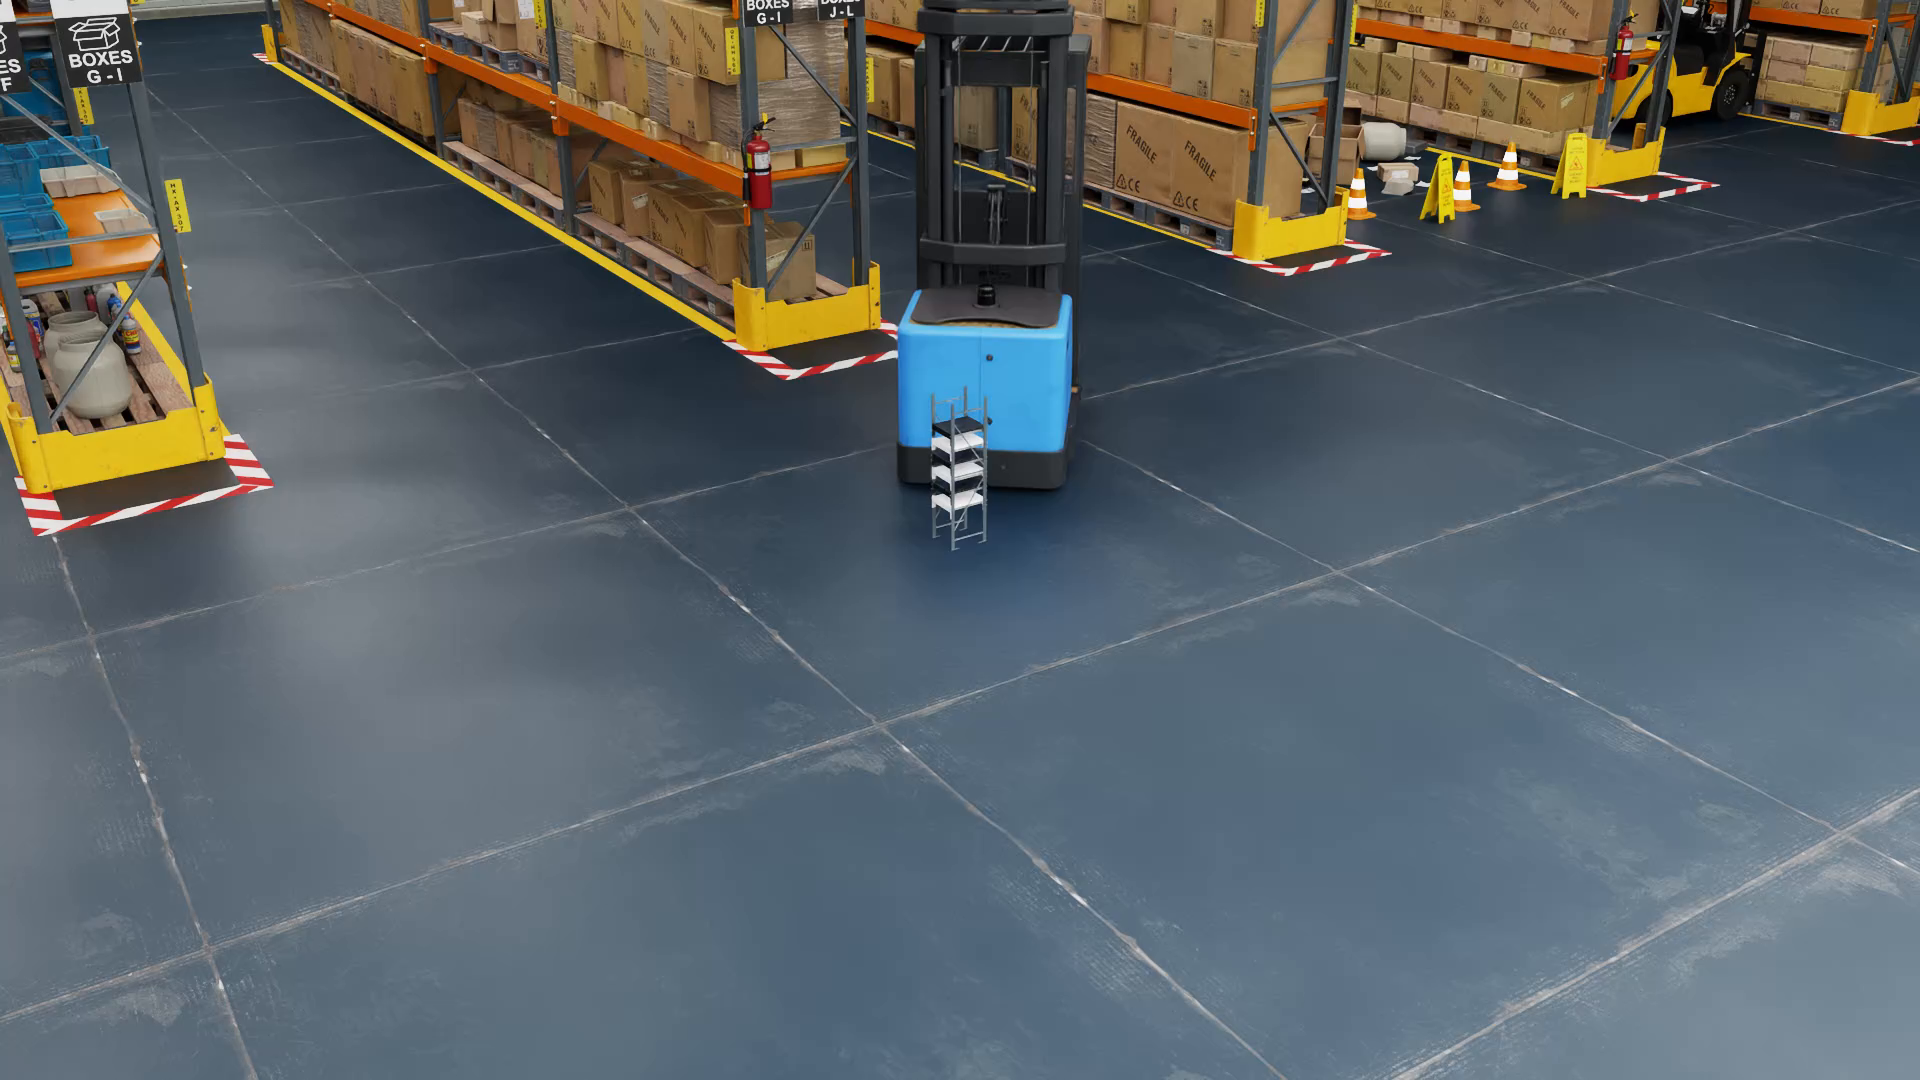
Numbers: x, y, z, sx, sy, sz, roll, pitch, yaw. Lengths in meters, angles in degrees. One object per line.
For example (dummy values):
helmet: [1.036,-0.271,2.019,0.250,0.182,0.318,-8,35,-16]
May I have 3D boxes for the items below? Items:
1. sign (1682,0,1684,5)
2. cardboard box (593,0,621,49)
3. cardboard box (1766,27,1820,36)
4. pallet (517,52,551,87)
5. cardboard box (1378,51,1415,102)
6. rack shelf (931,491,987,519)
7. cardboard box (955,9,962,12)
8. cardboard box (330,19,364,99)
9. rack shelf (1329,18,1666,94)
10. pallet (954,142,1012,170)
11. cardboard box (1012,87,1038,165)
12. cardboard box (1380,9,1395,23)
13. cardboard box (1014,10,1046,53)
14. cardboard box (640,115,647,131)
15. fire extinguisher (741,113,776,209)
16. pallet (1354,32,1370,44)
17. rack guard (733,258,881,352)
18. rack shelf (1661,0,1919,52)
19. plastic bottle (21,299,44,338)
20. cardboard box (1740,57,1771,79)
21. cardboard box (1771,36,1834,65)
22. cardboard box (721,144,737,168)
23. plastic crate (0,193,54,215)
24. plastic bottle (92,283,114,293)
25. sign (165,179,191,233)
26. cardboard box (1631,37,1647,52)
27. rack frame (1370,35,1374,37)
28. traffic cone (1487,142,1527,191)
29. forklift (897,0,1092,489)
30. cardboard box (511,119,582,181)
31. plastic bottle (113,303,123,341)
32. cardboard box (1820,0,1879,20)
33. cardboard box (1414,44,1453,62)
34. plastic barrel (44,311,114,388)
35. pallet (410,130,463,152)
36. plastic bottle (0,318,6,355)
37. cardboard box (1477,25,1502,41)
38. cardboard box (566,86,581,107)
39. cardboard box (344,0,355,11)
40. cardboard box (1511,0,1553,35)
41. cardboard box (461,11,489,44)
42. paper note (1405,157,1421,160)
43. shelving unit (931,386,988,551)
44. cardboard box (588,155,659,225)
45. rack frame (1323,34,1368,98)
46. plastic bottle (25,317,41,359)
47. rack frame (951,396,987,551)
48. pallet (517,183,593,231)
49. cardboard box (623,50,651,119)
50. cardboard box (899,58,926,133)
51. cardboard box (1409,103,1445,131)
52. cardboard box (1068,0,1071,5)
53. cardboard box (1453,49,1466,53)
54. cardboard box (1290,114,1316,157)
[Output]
sign: [7.603,-5.795,17.497,0.100,0.325,0.005,-16,29,-30]
cardboard box: [-2.759,-4.452,14.030,0.500,0.500,0.500,-16,29,-30]
cardboard box: [10.662,-6.409,21.369,0.500,0.250,0.500,-16,30,-30]
pallet: [-3.634,-4.618,16.244,1.003,0.211,1.213,-16,29,-30]
cardboard box: [5.363,-5.530,19.802,0.500,0.500,0.500,-14,29,-28]
rack shelf: [-0.004,-0.217,9.655,0.258,0.077,0.200,-16,29,-30]
cardboard box: [0.088,-5.868,18.549,0.500,0.500,0.500,-16,30,-30]
cardboard box: [-7.339,-6.264,21.503,1.225,0.875,0.875,-15,29,-29]
rack shelf: [6.057,-5.667,19.083,1.077,0.370,4.000,-16,29,-30]
pallet: [0.388,-4.515,19.067,1.003,0.211,1.213,-16,29,-30]
cardboard box: [1.157,-4.505,17.777,0.875,0.875,0.875,-15,29,-29]
cardboard box: [5.220,-6.240,19.749,0.380,0.149,0.250,-16,29,-30]
cardboard box: [1.084,-5.456,17.619,0.875,0.550,0.550,-16,29,-30]
cardboard box: [-2.468,-3.525,13.998,0.380,0.149,0.250,-16,29,-30]
fire extinguisher: [-1.478,-2.784,12.224,0.296,0.674,0.183,-16,29,-30]
pallet: [6.562,-8.311,27.108,1.003,0.211,1.213,-16,29,-30]
rack guard: [-1.196,-1.864,13.113,1.175,0.500,0.348,-16,29,-30]
rack shelf: [10.213,-6.825,21.536,1.077,0.370,4.000,-16,29,-30]
plastic bottle: [-6.950,-1.649,12.405,0.152,0.276,0.135,-16,29,-30]
cardboard box: [10.213,-6.070,21.238,0.500,0.250,0.500,-16,30,-31]
cardboard box: [10.509,-6.107,20.730,0.500,0.250,0.500,-15,29,-29]
cardboard box: [-1.619,-2.997,12.879,0.380,0.149,0.250,-16,29,-30]
plastic crate: [-6.178,-2.089,10.835,0.499,0.251,0.408,-16,29,-30]
plastic bottle: [-6.614,-1.897,12.843,0.144,0.351,0.185,-16,29,-30]
sign: [-4.841,-2.065,10.286,0.100,0.325,0.005,-16,29,-30]
cardboard box: [7.136,-5.333,17.827,0.380,0.149,0.250,-15,29,-29]
rack frame: [6.938,-9.296,25.928,1.000,3.000,0.127,-16,29,-30]
traffic cone: [5.833,-3.983,17.644,0.336,0.463,0.334,-16,29,-30]
forklift: [0.282,-2.238,11.057,1.130,2.935,3.031,3,25,6]
cardboard box: [-4.206,-4.066,17.262,0.700,0.500,0.500,-18,31,-34]
plastic bottle: [-6.220,-1.622,12.352,0.097,0.271,0.097,0,25,0]
cardboard box: [10.817,-6.595,20.089,0.500,0.500,0.500,-16,30,-31]
cardboard box: [5.510,-5.675,19.348,0.380,0.149,0.250,-14,29,-27]
plastic barrel: [-6.001,-1.275,11.359,0.421,0.512,0.421,0,25,0]
pallet: [-5.889,-4.867,19.813,1.003,0.211,1.213,-16,29,-30]
plastic bottle: [-6.865,-1.481,12.049,0.152,0.276,0.135,-16,30,-31]
cardboard box: [6.008,-5.688,18.580,0.380,0.149,0.250,-16,30,-30]
cardboard box: [-3.347,-4.045,15.099,0.380,0.149,0.250,-16,29,-30]
cardboard box: [-7.389,-6.902,20.740,0.500,0.500,0.500,-15,29,-29]
cardboard box: [6.352,-5.766,17.986,0.500,0.500,0.500,-15,29,-29]
cardboard box: [-4.800,-5.298,17.142,0.500,0.250,0.500,-16,30,-31]
paper note: [5.155,-4.353,18.935,0.148,0.019,0.142,18,31,33]
shelving unit: [-0.004,-0.410,9.564,0.258,0.900,0.210,-16,29,-30]
cardboard box: [-3.153,-3.305,15.674,0.500,0.500,0.500,-17,30,-31]
rack frame: [4.965,-6.707,20.444,1.000,3.000,0.127,-16,29,-30]
plastic bottle: [-6.700,-1.460,11.995,0.061,0.283,0.133,-16,29,-30]
rack frame: [0.051,-0.373,9.487,0.240,0.900,0.006,-16,29,-30]
pallet: [-3.764,-3.415,16.737,1.003,0.211,1.213,-16,29,-30]
cardboard box: [-2.305,-3.871,13.971,0.875,0.500,0.500,-16,29,-30]
cardboard box: [-0.065,-5.237,19.474,1.050,0.750,0.750,-16,29,-30]
cardboard box: [5.653,-5.002,19.562,0.500,0.250,0.500,-16,30,-30]
cardboard box: [1.443,-5.764,17.006,0.875,0.550,0.550,-16,29,-30]
cardboard box: [5.792,-5.662,20.081,0.500,0.500,0.500,-15,29,-29]
cardboard box: [3.551,-4.580,18.703,0.797,0.637,0.503,-16,29,-30]
